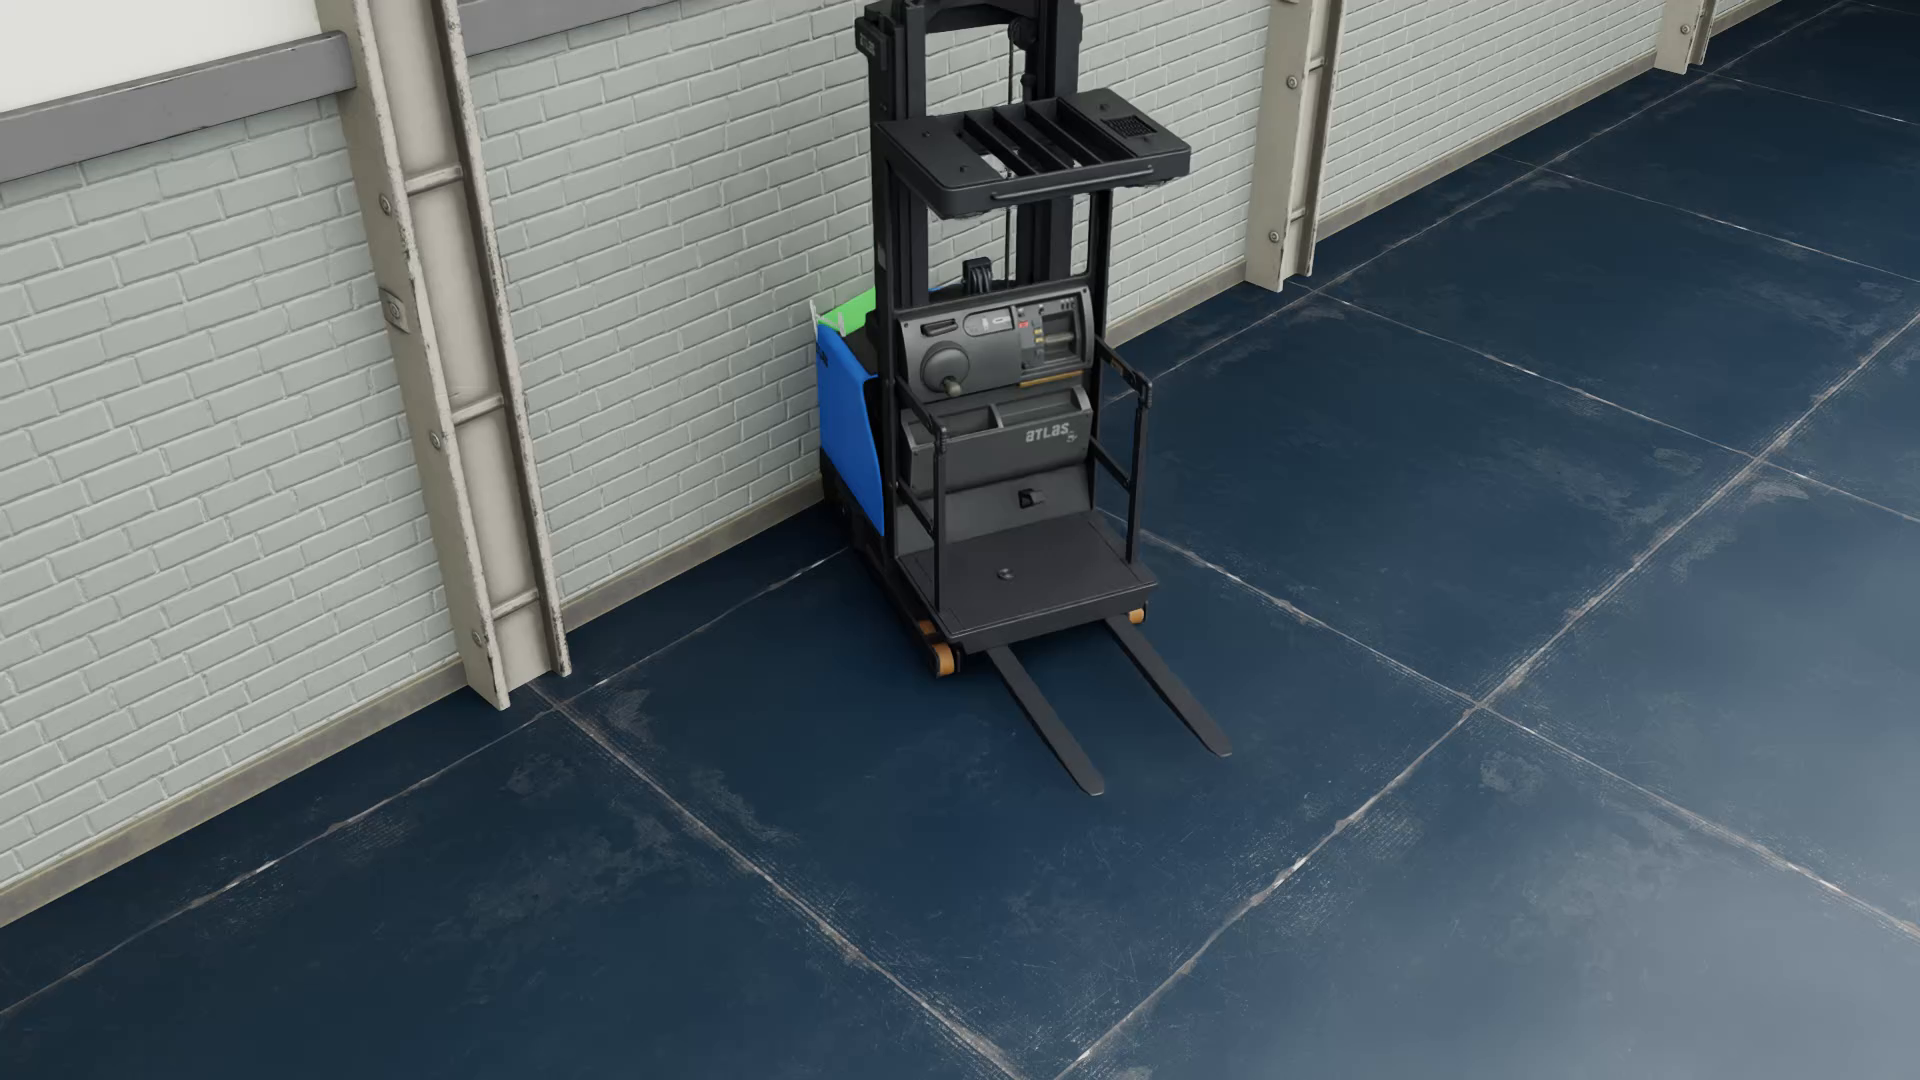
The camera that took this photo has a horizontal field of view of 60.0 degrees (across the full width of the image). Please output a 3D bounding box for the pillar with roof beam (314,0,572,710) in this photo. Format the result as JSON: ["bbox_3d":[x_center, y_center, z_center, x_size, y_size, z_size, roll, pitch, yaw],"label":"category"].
[{"bbox_3d":[0.979,-1.315,2.759,9.100,9.000,0.400,30,45,35],"label":"pillar with roof beam"}]

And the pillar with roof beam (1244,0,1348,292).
[{"bbox_3d":[5.207,-3.750,6.252,9.100,9.000,0.400,30,45,35],"label":"pillar with roof beam"}]

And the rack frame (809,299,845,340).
[{"bbox_3d":[-0.608,-0.694,8.673,0.015,1.200,0.240,-34,45,-30],"label":"rack frame"}]

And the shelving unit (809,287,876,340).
[{"bbox_3d":[-0.434,-0.813,8.795,0.503,1.200,0.258,-34,45,-30],"label":"shelving unit"}]

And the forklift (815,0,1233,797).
[{"bbox_3d":[0.261,-0.838,7.380,1.130,2.935,3.031,-14,37,-19],"label":"forklift"}]

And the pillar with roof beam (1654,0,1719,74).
[{"bbox_3d":[9.434,-6.186,9.744,9.100,9.000,0.400,30,45,35],"label":"pillar with roof beam"}]

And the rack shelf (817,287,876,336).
[{"bbox_3d":[-0.479,-1.139,8.542,0.480,0.148,0.258,-34,45,-30],"label":"rack shelf"}]
